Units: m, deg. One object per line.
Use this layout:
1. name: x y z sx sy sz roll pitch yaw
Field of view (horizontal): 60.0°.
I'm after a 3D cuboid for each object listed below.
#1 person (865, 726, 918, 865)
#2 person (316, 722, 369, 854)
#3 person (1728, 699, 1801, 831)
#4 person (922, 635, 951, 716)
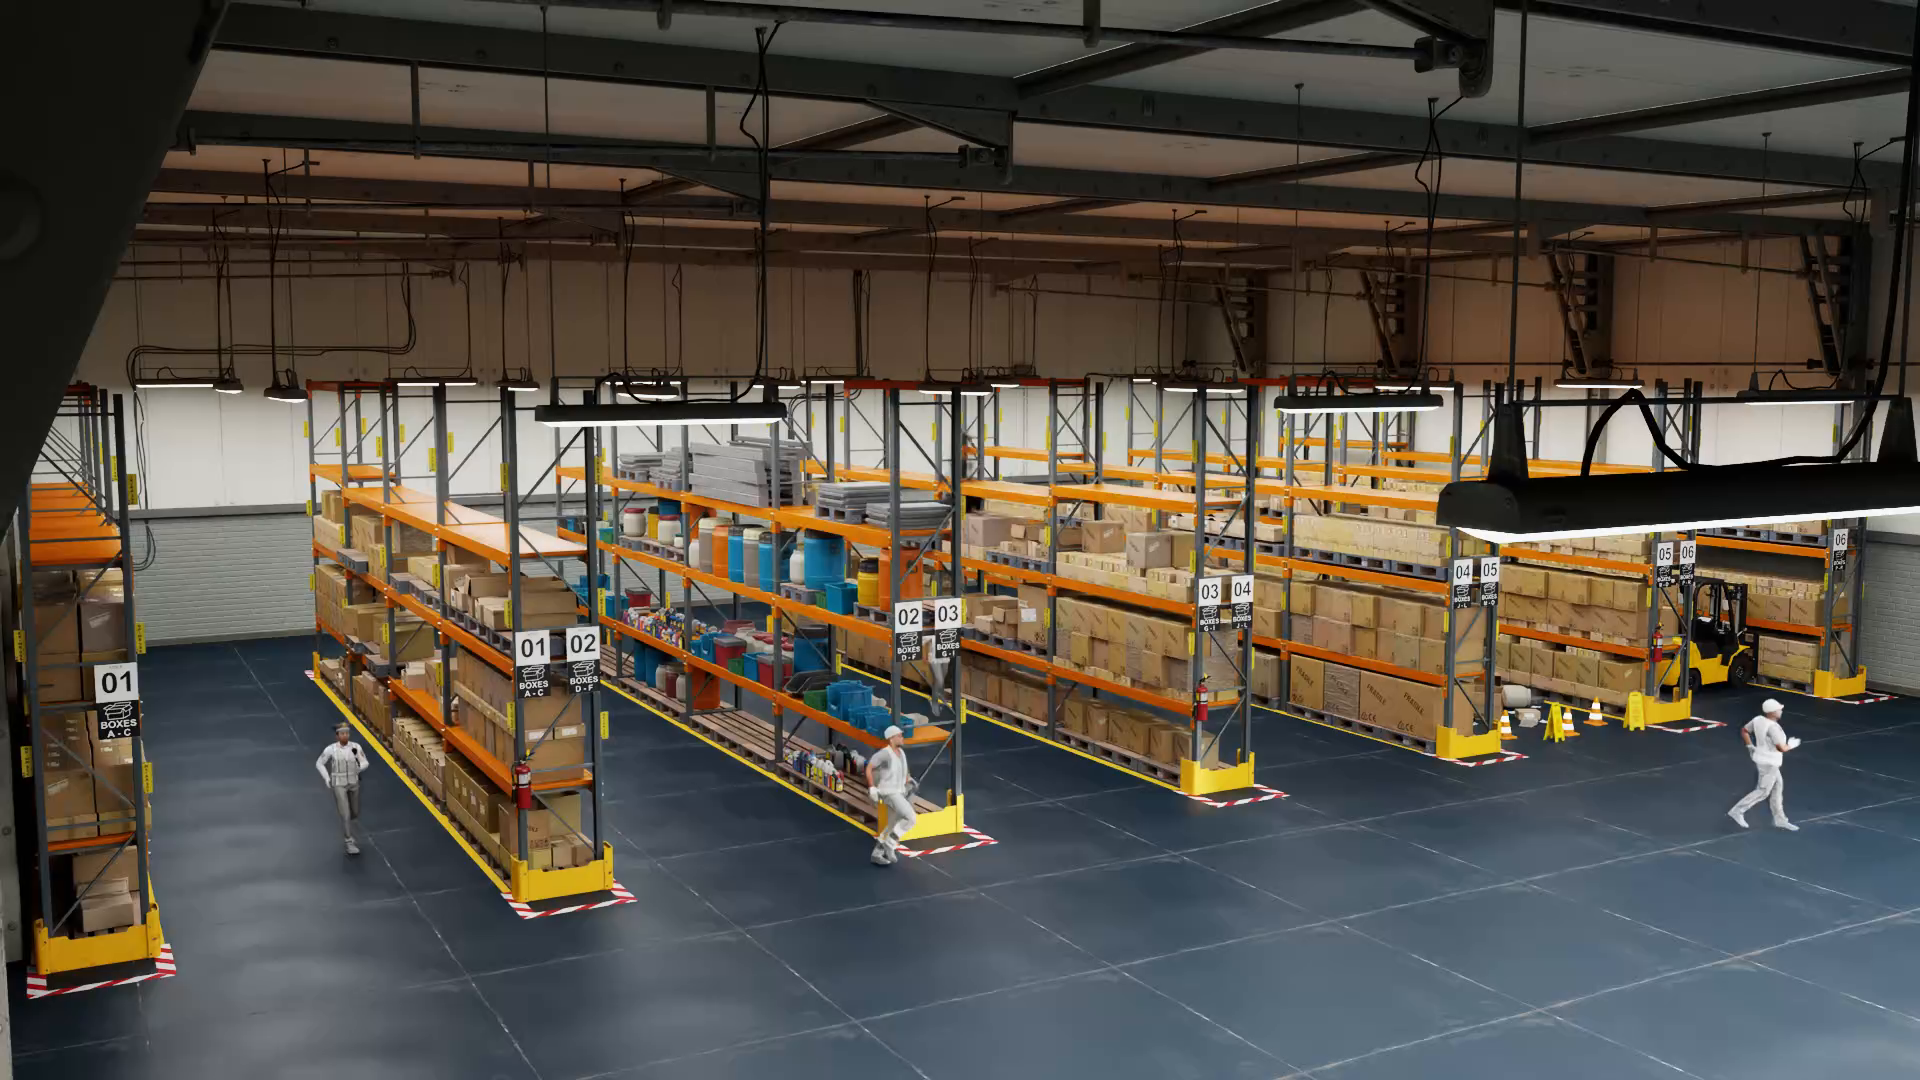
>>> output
1. person: -0.802 3.223 21.059 0.632 1.715 0.700 2 7 21
2. person: -8.020 3.187 21.680 0.624 1.669 0.856 -5 8 -37
3. person: 10.878 3.032 22.431 0.944 1.791 0.695 1 6 9
4. person: -0.355 2.165 28.725 0.548 1.753 0.673 -4 7 -32
